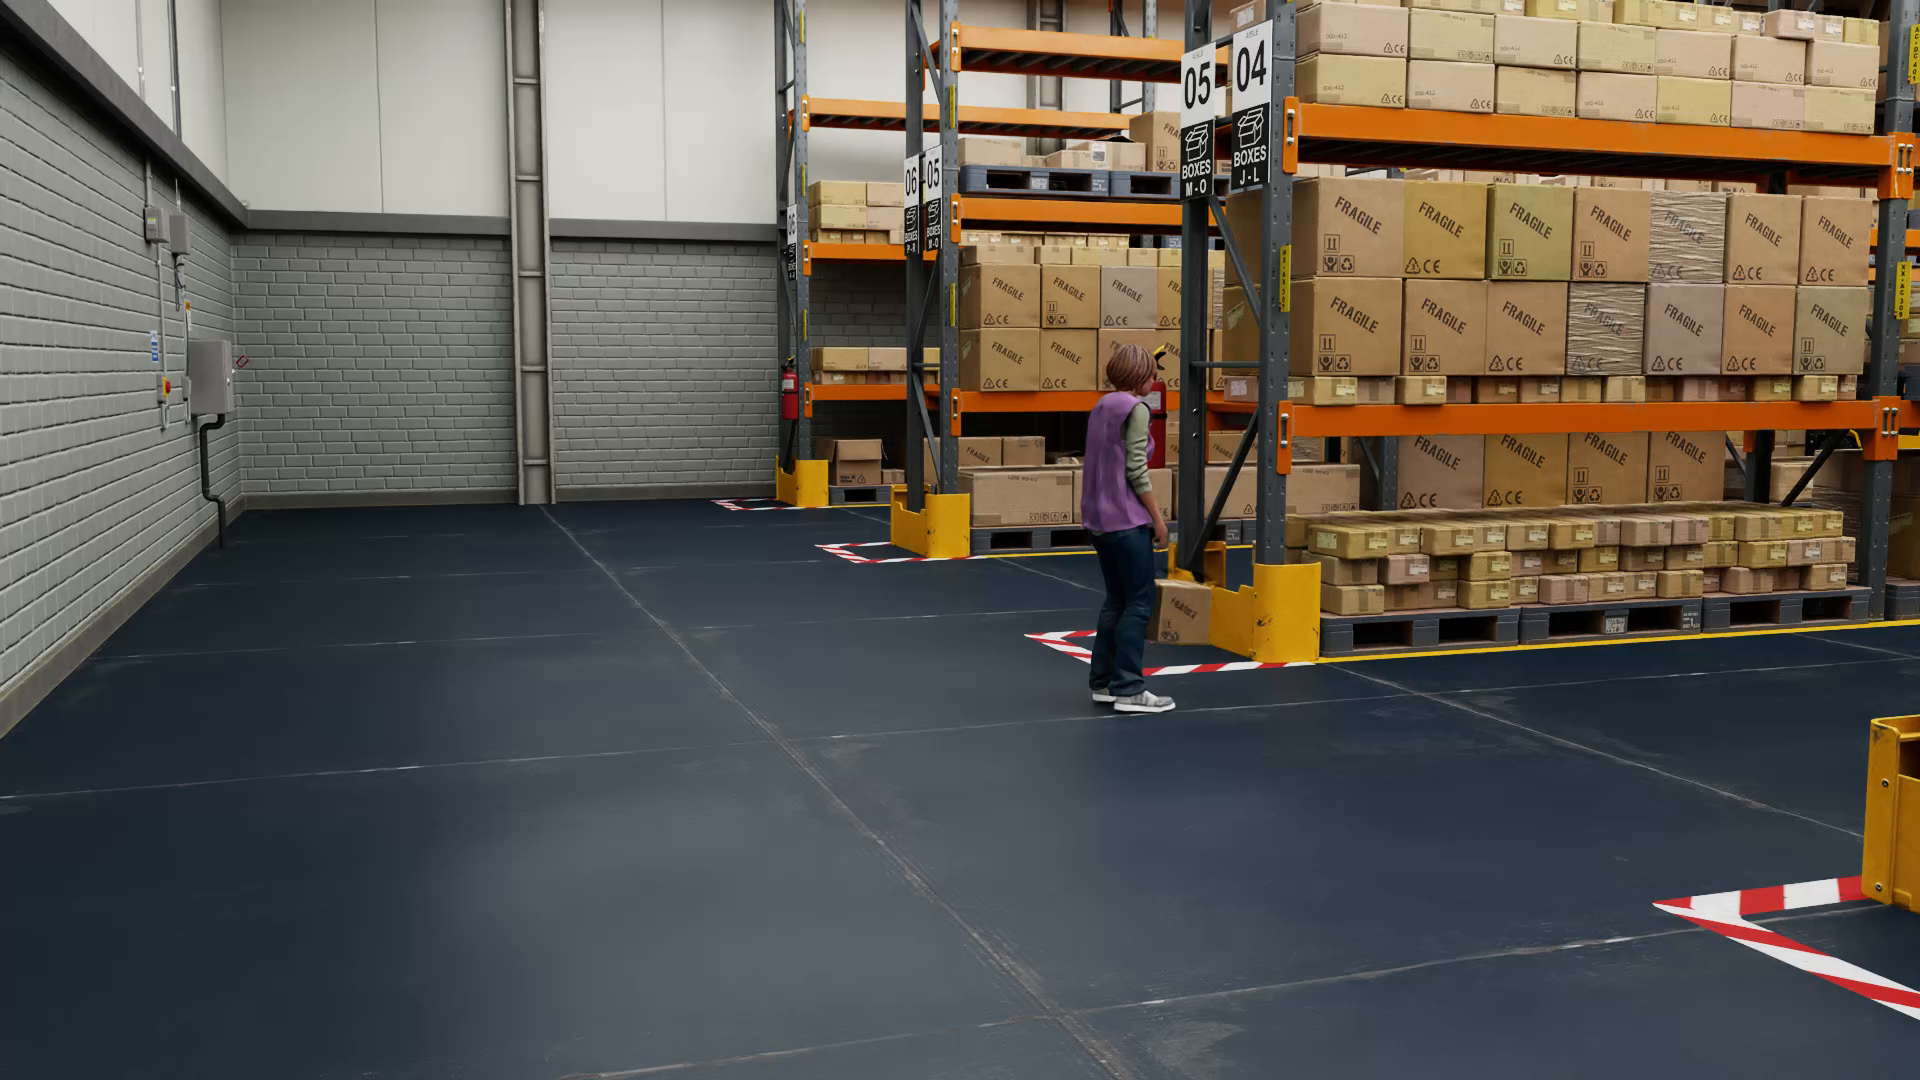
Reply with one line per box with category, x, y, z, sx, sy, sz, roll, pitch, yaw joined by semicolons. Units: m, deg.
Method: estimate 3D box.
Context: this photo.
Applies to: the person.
person;0.725;-0.057;7.313;0.349;1.593;0.474;-2;6;-20
